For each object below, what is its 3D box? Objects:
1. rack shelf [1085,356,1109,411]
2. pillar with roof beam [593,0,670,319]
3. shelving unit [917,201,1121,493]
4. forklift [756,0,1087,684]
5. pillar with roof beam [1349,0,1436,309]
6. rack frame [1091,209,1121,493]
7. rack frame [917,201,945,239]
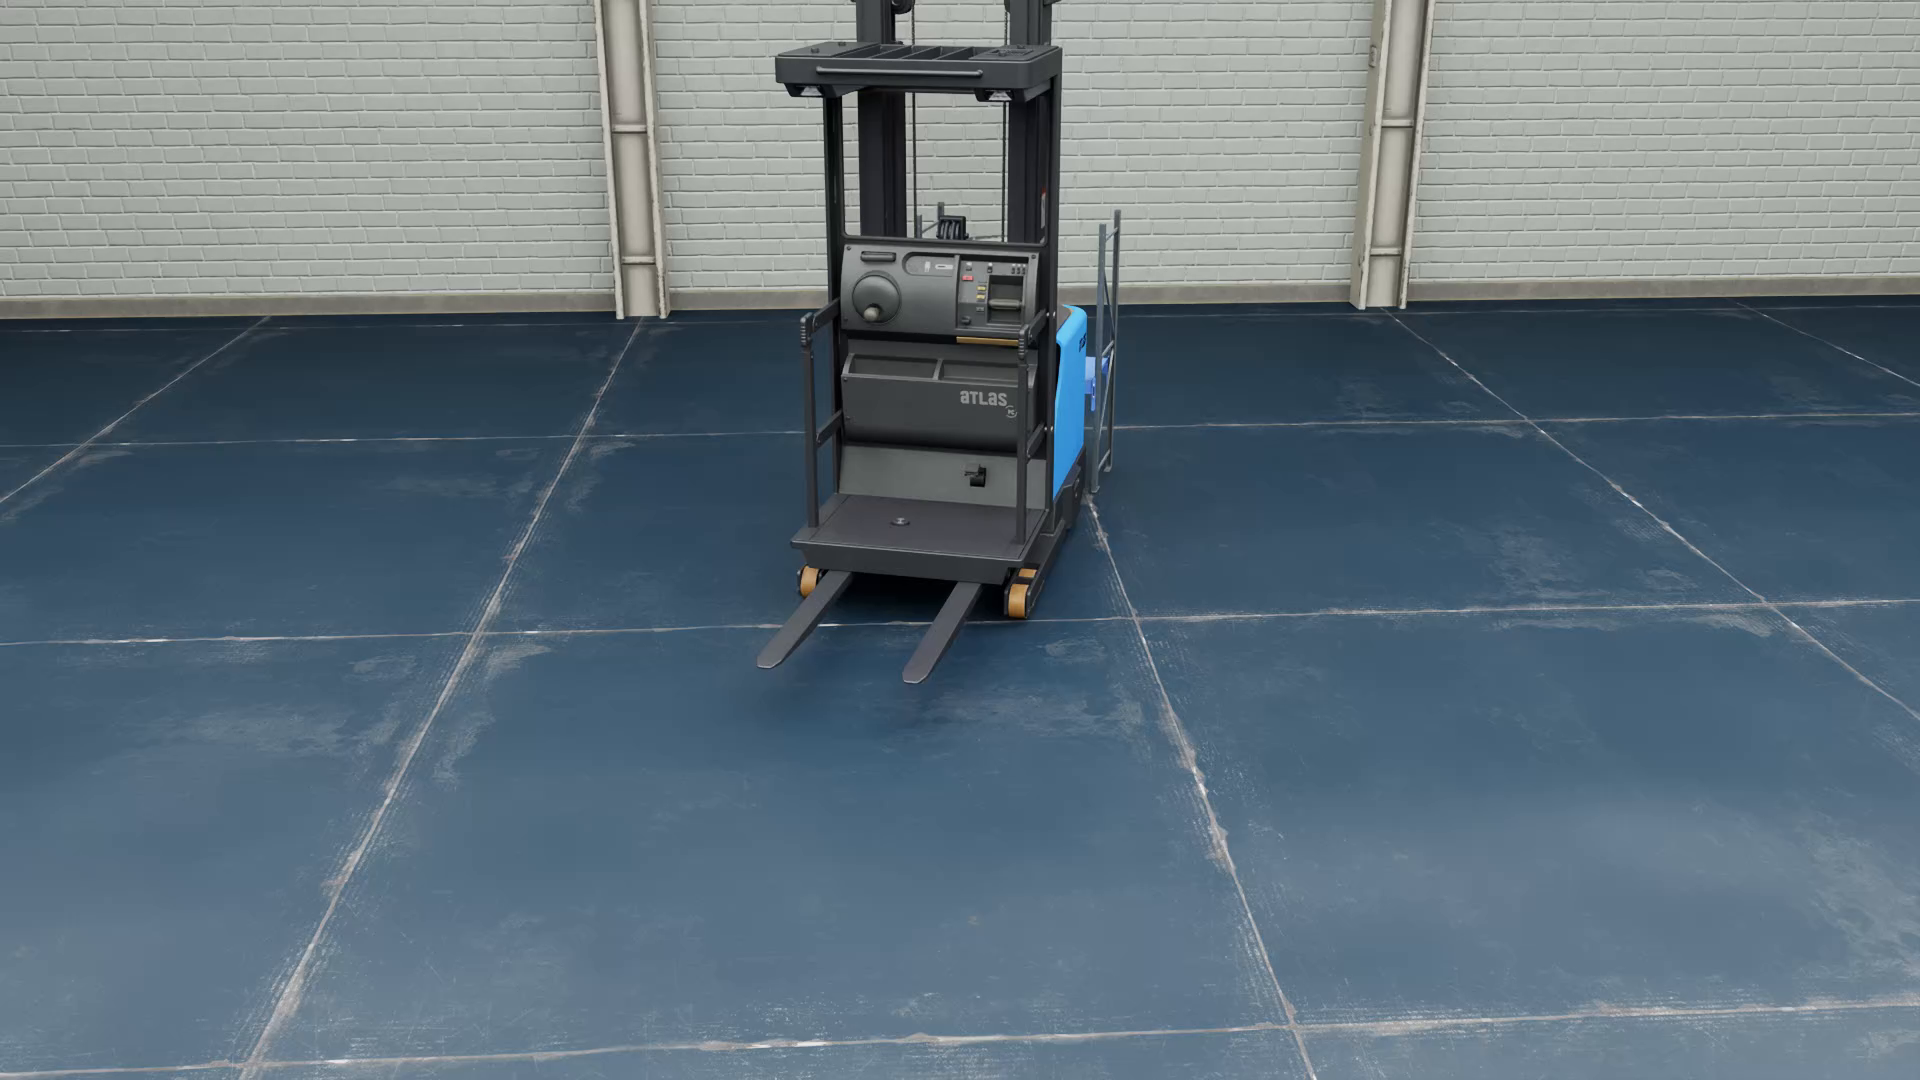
[{"bbox_3d":[0.322,-0.928,9.450,1.000,0.185,0.538,5,21,14],"label":"rack shelf"},{"bbox_3d":[-2.303,-4.497,7.787,0.400,9.000,9.100,-1,21,-3],"label":"pillar with roof beam"},{"bbox_3d":[0.323,-1.096,9.387,1.048,1.500,0.538,5,21,14],"label":"shelving unit"},{"bbox_3d":[-0.144,-1.151,7.526,1.130,2.935,3.031,5,21,12],"label":"forklift"},{"bbox_3d":[3.687,-4.619,8.107,0.400,9.000,9.100,-1,21,-3],"label":"pillar with roof beam"},{"bbox_3d":[0.814,-1.049,9.263,0.032,1.500,0.500,5,21,14],"label":"rack frame"},{"bbox_3d":[-0.168,-1.143,9.511,0.032,1.500,0.500,5,21,14],"label":"rack frame"}]
